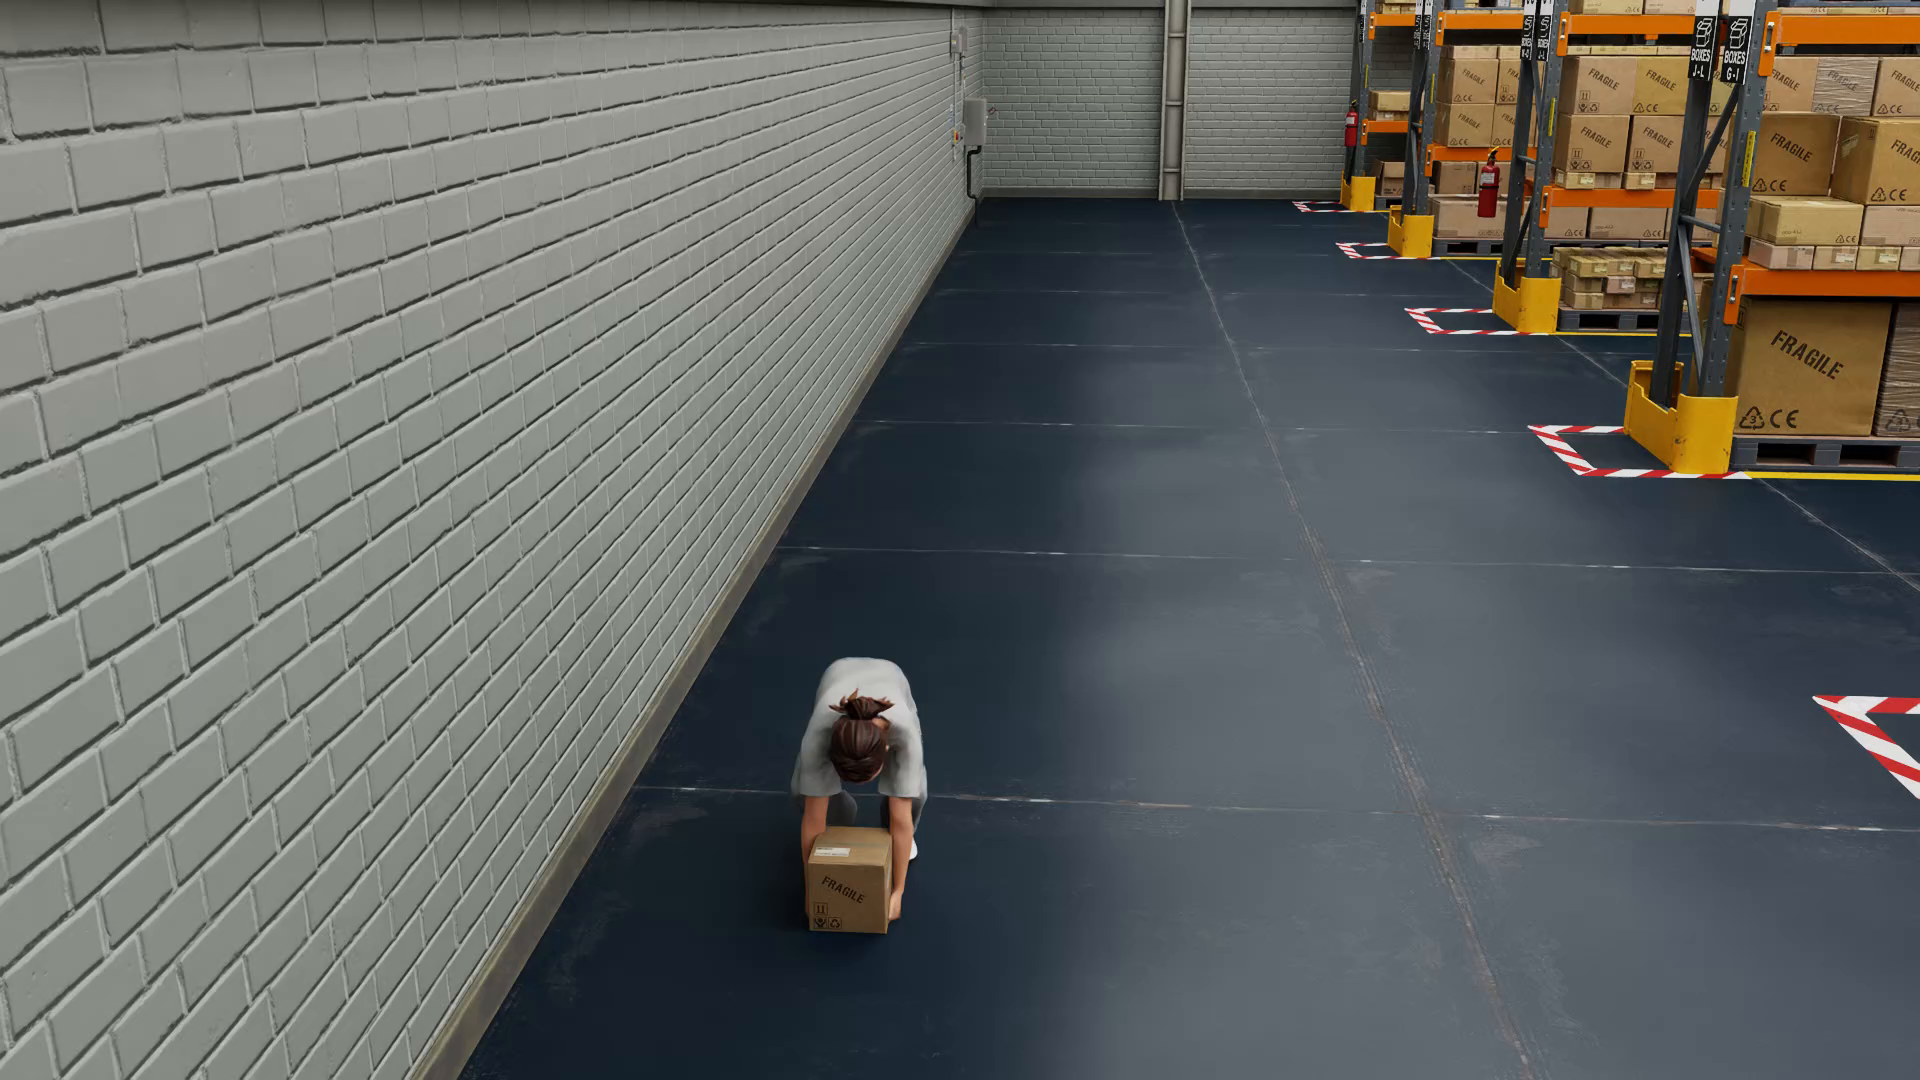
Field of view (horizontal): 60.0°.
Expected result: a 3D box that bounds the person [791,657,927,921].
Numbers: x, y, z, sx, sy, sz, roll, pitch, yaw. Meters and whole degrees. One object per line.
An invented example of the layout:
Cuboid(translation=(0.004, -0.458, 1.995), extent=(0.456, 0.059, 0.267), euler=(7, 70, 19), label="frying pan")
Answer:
Cuboid(translation=(-0.335, 0.784, 5.639), extent=(0.458, 0.764, 0.863), euler=(1, 18, 3), label="person")
